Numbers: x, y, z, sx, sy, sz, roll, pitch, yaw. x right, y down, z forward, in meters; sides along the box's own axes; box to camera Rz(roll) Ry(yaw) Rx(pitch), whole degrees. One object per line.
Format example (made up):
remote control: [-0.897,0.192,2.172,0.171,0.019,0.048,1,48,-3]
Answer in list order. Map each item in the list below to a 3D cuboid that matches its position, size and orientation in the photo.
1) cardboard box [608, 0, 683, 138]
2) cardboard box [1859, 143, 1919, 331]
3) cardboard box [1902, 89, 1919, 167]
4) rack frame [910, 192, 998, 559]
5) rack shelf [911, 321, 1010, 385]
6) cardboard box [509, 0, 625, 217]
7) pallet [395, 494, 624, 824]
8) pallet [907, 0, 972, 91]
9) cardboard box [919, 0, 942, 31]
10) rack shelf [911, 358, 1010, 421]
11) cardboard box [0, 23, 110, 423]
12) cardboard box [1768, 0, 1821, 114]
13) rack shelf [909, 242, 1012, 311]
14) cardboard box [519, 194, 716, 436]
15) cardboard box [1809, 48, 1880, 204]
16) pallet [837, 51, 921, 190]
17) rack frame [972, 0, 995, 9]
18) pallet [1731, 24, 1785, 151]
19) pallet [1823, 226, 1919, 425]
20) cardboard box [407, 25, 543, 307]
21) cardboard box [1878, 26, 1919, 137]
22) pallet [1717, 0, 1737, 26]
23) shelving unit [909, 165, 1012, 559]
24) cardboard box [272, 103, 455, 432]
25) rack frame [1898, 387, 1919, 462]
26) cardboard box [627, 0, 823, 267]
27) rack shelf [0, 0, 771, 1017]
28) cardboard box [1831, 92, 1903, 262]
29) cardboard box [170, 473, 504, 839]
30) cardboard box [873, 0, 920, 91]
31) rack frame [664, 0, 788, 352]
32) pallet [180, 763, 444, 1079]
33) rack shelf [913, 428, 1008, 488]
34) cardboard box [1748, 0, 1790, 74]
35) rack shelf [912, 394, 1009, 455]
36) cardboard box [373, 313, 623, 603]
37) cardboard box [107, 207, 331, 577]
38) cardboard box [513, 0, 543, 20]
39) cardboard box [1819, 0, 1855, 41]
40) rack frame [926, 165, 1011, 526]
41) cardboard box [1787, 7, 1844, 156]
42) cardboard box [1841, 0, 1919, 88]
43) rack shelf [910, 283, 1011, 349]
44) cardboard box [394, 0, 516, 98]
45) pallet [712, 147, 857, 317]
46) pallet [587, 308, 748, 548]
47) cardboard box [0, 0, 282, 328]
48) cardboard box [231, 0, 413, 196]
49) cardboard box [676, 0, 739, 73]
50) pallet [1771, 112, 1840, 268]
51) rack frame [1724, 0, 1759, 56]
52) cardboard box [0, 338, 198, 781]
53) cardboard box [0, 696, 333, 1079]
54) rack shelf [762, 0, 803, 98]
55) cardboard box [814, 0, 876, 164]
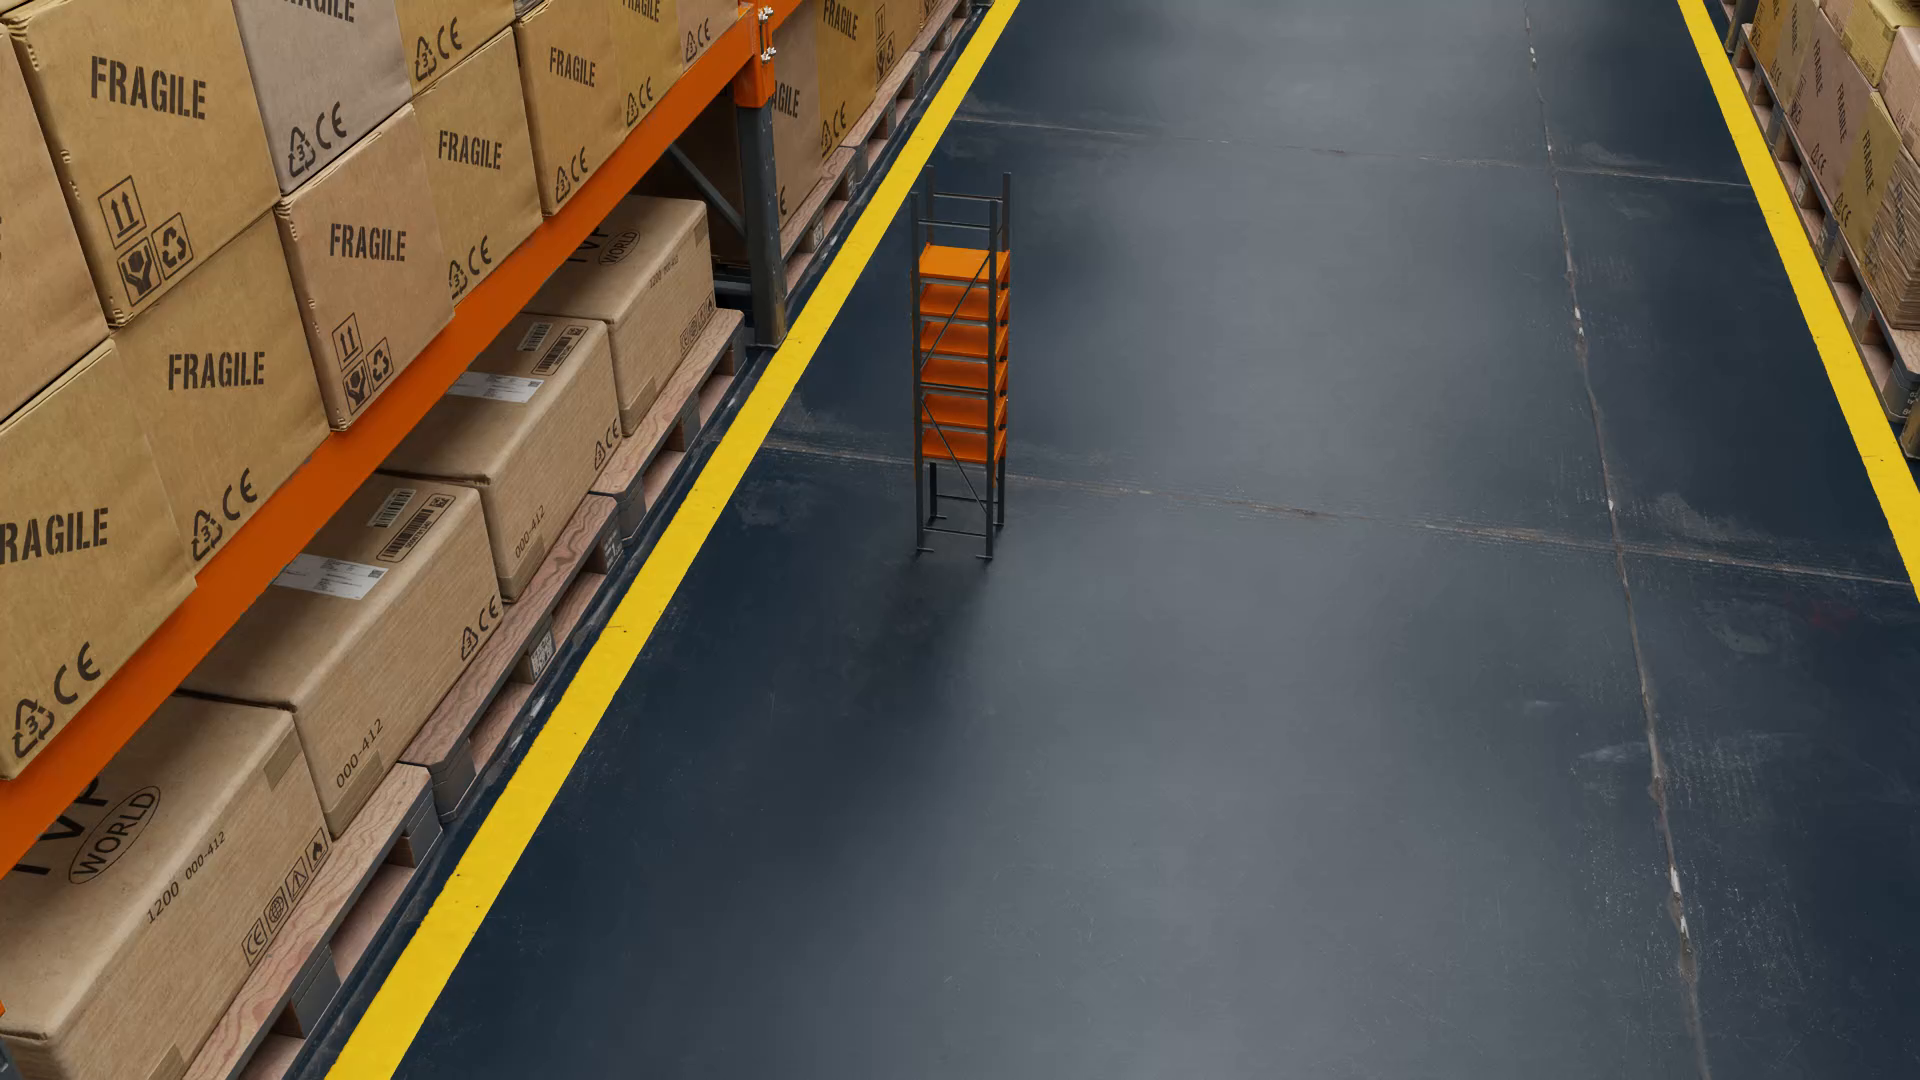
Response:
cardboard box: [-1.111,-1.466,4.631,0.500,0.500,0.500,6,36,9]
cardboard box: [3.612,-1.070,5.943,0.500,0.500,0.500,7,36,9]
cardboard box: [3.612,-1.377,5.726,0.500,0.250,0.500,6,36,9]
rack frame: [-0.016,-0.442,4.837,0.240,1.200,0.006,7,37,10]
rack shelf: [0.003,-0.555,4.865,0.258,0.103,0.180,7,37,10]
cardboard box: [-1.204,-1.176,4.231,0.500,0.500,0.500,7,36,9]
pallet: [-1.654,0.238,4.742,1.003,0.211,1.213,7,37,10]
pallet: [-0.545,-2.740,8.851,1.003,0.211,1.213,7,37,10]
cardboard box: [-0.531,-3.236,8.612,0.875,0.875,0.875,7,37,10]
rack shelf: [0.003,-0.458,4.935,0.258,0.103,0.180,7,37,10]
cardboard box: [-1.631,-0.410,2.323,0.500,0.500,0.500,7,36,9]
cardboard box: [4.050,-2.245,7.564,0.500,0.500,0.500,8,37,11]
rack shelf: [0.003,-0.750,4.724,0.258,0.103,0.180,7,37,10]
cardboard box: [-1.396,-0.805,5.630,0.875,0.438,0.875,7,36,9]
cardboard box: [3.836,-1.658,6.753,0.500,0.500,0.500,7,36,9]
pallet: [-0.808,-2.043,7.889,1.003,0.211,1.213,7,37,10]
rack frame: [-0.303,-4.312,8.643,1.000,3.000,0.127,7,37,10]
pallet: [4.386,-2.173,8.068,1.003,0.211,1.213,7,37,10]
pallet: [3.865,-0.774,6.138,1.003,0.211,1.213,7,37,10]
cardboard box: [-1.331,-0.877,3.819,0.500,0.500,0.500,8,37,12]
cardboard box: [3.735,-1.669,6.131,0.500,0.250,0.500,9,37,12]
pallet: [4.797,-3.063,9.296,1.003,0.211,1.213,7,37,10]
shelving unit: [0.003,-0.494,4.909,0.258,1.200,0.189,7,37,10]
cardboard box: [-1.421,-0.588,3.420,0.500,0.500,0.500,7,37,10]
rack frame: [3.700,-1.456,4.703,1.000,3.000,0.127,7,37,10]
cardboard box: [-1.103,-1.694,6.484,0.875,0.875,0.875,8,37,11]
rack shelf: [-1.584,-0.581,4.108,1.077,0.370,4.000,7,37,10]
cardboard box: [3.722,-1.364,6.348,0.500,0.500,0.500,6,36,9]
cardboard box: [-1.781,0.225,4.209,0.875,0.438,0.875,8,37,11]
cardboard box: [-0.726,-2.725,7.907,0.875,0.875,0.875,8,37,11]
rack frame: [-1.157,-2.019,5.479,1.000,3.000,0.127,7,37,10]
pallet: [-1.917,0.935,3.780,1.003,0.211,1.213,7,37,10]
rack shelf: [0.003,-0.264,5.076,0.258,0.103,0.180,7,37,10]
cardboard box: [4.154,-2.534,7.962,0.500,0.500,0.500,6,36,8]
rack shelf: [0.003,-0.361,5.006,0.258,0.103,0.180,7,37,10]
cardboard box: [-1.587,-0.292,4.922,0.875,0.438,0.875,6,36,9]
cardboard box: [-1.548,-0.299,3.021,0.500,0.500,0.500,7,36,9]
cardboard box: [-1.204,-1.576,3.931,0.500,0.500,0.500,8,37,11]
cardboard box: [3.944,-2.273,6.964,0.500,0.250,0.500,8,37,10]
rack frame: [0.023,-0.547,4.982,0.240,1.200,0.006,7,37,10]
cardboard box: [3.945,-1.950,7.157,0.500,0.500,0.500,6,36,9]
cardboard box: [3.834,-1.974,6.551,0.500,0.250,0.500,6,36,8]
rack shelf: [0.003,-0.652,4.795,0.258,0.103,0.180,7,37,10]
cardboard box: [-1.319,-1.290,3.536,0.500,0.500,0.500,7,37,10]
pallet: [-1.066,-1.342,6.921,1.003,0.211,1.213,7,37,10]
pallet: [-1.396,-0.464,5.710,1.003,0.211,1.213,7,37,10]
cardboard box: [-1.527,-0.707,2.733,0.500,0.500,0.500,6,36,9]
cardboard box: [-1.425,-1.004,3.141,0.500,0.500,0.500,7,37,10]
cardboard box: [-1.007,-1.761,5.039,0.500,0.500,0.500,8,37,10]
pallet: [4.123,-1.475,7.106,1.003,0.211,1.213,7,37,10]
rack frame: [4.555,-3.749,7.867,1.000,3.000,0.127,7,37,10]
cardboard box: [-1.629,-0.005,2.616,0.500,0.500,0.500,7,37,10]
cardboard box: [-1.968,0.751,3.483,0.875,0.438,0.875,6,36,8]
rack shelf: [-0.730,-2.874,7.273,1.077,0.370,4.000,7,37,10]
cardboard box: [-0.918,-2.213,7.200,0.875,0.875,0.875,8,37,11]
